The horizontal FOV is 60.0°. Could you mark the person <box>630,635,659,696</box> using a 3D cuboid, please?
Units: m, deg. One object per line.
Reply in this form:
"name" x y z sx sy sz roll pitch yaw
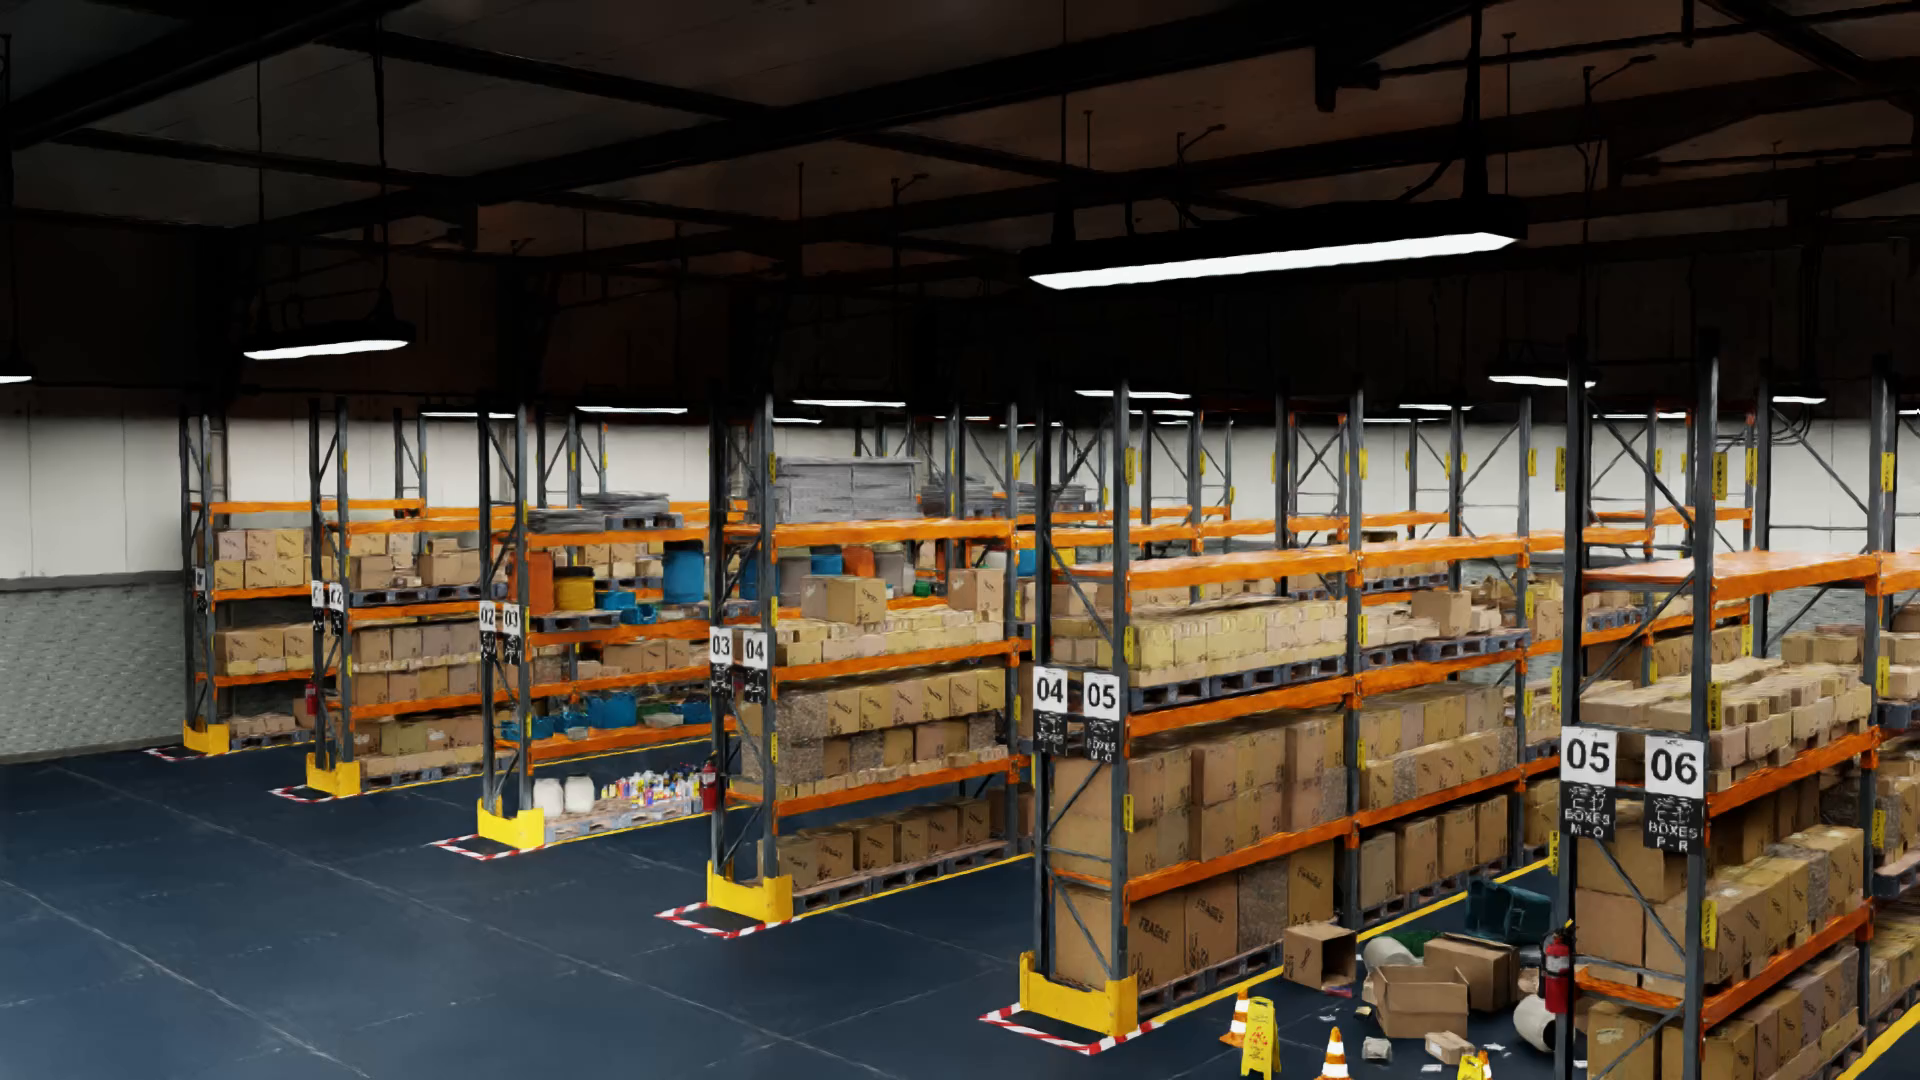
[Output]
"person" -6.012 2.636 31.474 0.564 1.705 1.111 3 4 42
